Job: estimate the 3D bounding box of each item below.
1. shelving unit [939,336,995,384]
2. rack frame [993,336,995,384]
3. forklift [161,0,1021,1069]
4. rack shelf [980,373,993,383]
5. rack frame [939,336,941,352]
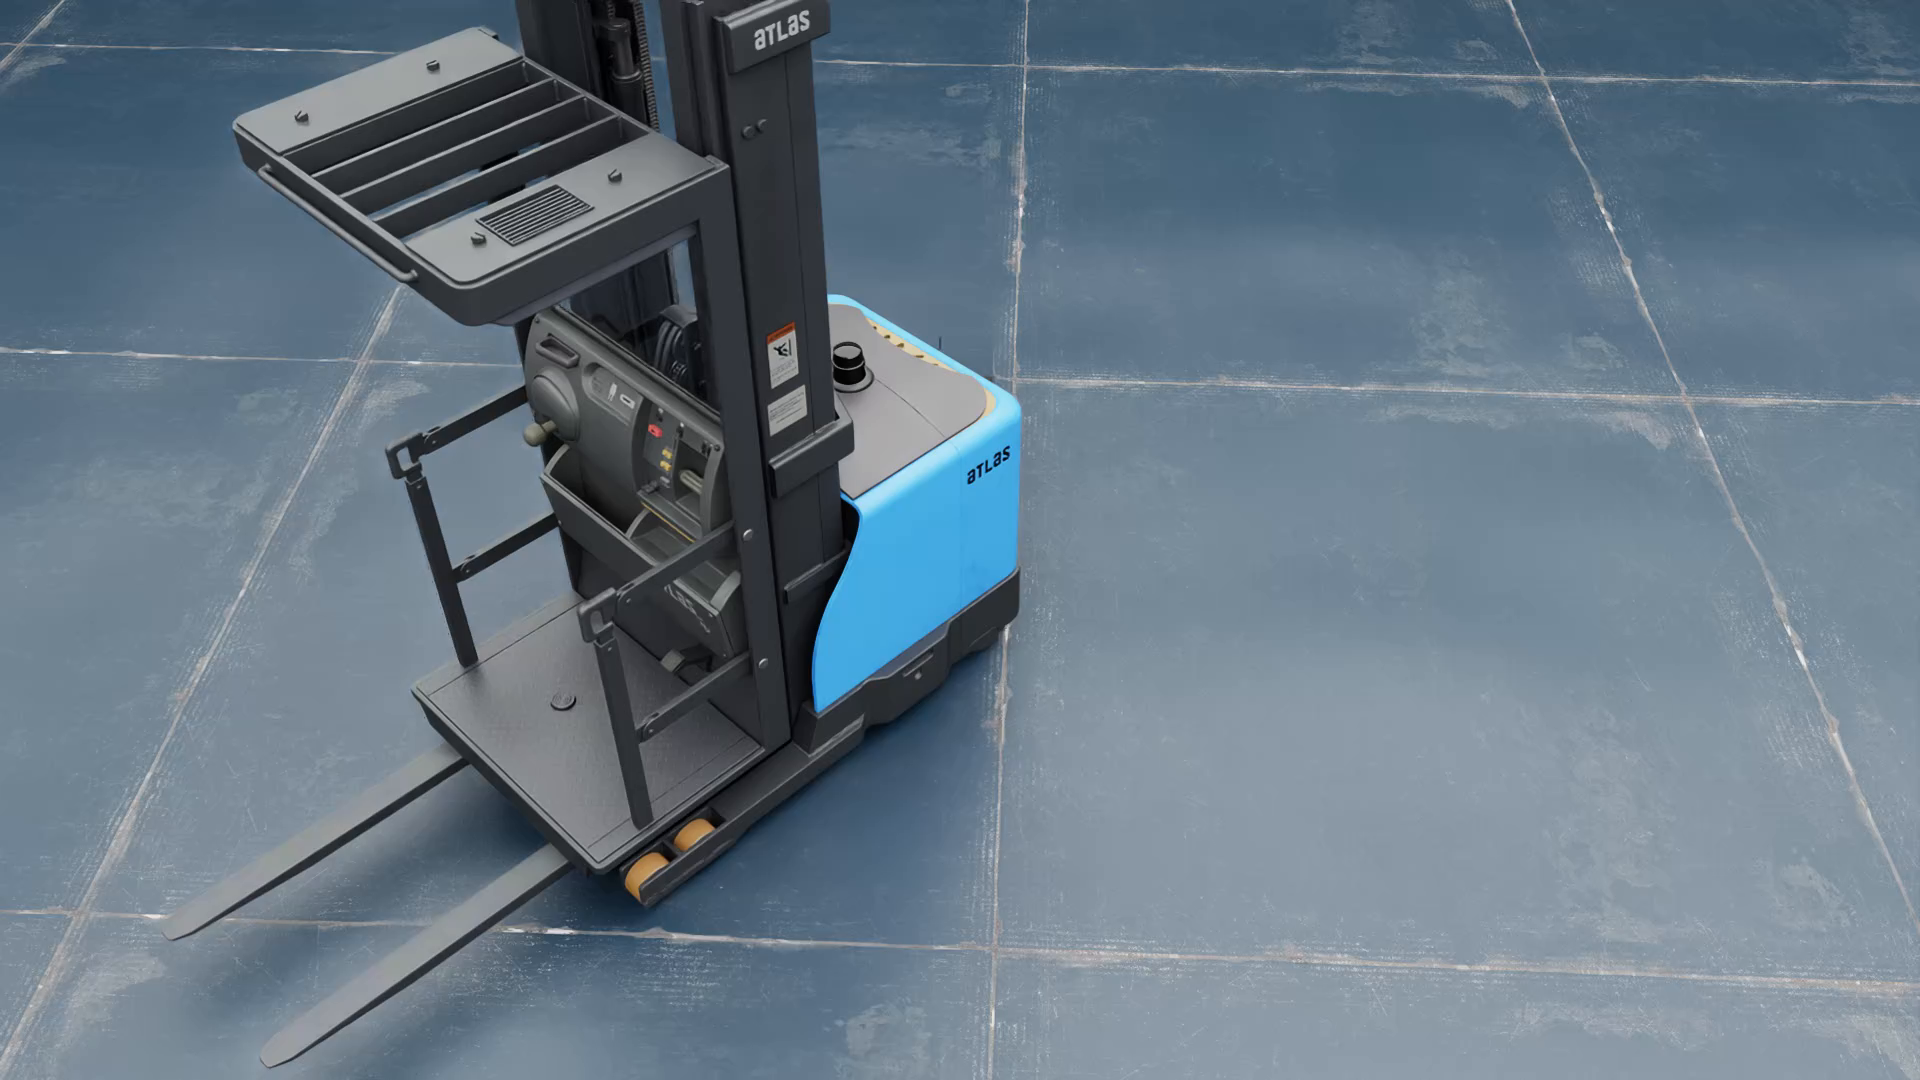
[{"bbox_3d":[0.025,-0.356,6.471,0.210,0.900,0.258,1,43,1],"label":"shelving unit"},{"bbox_3d":[0.127,-0.354,6.470,0.006,0.900,0.240,1,43,1],"label":"rack frame"},{"bbox_3d":[-1.167,-0.280,4.900,1.130,2.935,3.031,34,53,31],"label":"forklift"},{"bbox_3d":[0.025,-0.529,6.310,0.200,0.077,0.258,1,43,1],"label":"rack shelf"},{"bbox_3d":[-0.076,-0.357,6.473,0.006,0.900,0.240,1,43,1],"label":"rack frame"}]
